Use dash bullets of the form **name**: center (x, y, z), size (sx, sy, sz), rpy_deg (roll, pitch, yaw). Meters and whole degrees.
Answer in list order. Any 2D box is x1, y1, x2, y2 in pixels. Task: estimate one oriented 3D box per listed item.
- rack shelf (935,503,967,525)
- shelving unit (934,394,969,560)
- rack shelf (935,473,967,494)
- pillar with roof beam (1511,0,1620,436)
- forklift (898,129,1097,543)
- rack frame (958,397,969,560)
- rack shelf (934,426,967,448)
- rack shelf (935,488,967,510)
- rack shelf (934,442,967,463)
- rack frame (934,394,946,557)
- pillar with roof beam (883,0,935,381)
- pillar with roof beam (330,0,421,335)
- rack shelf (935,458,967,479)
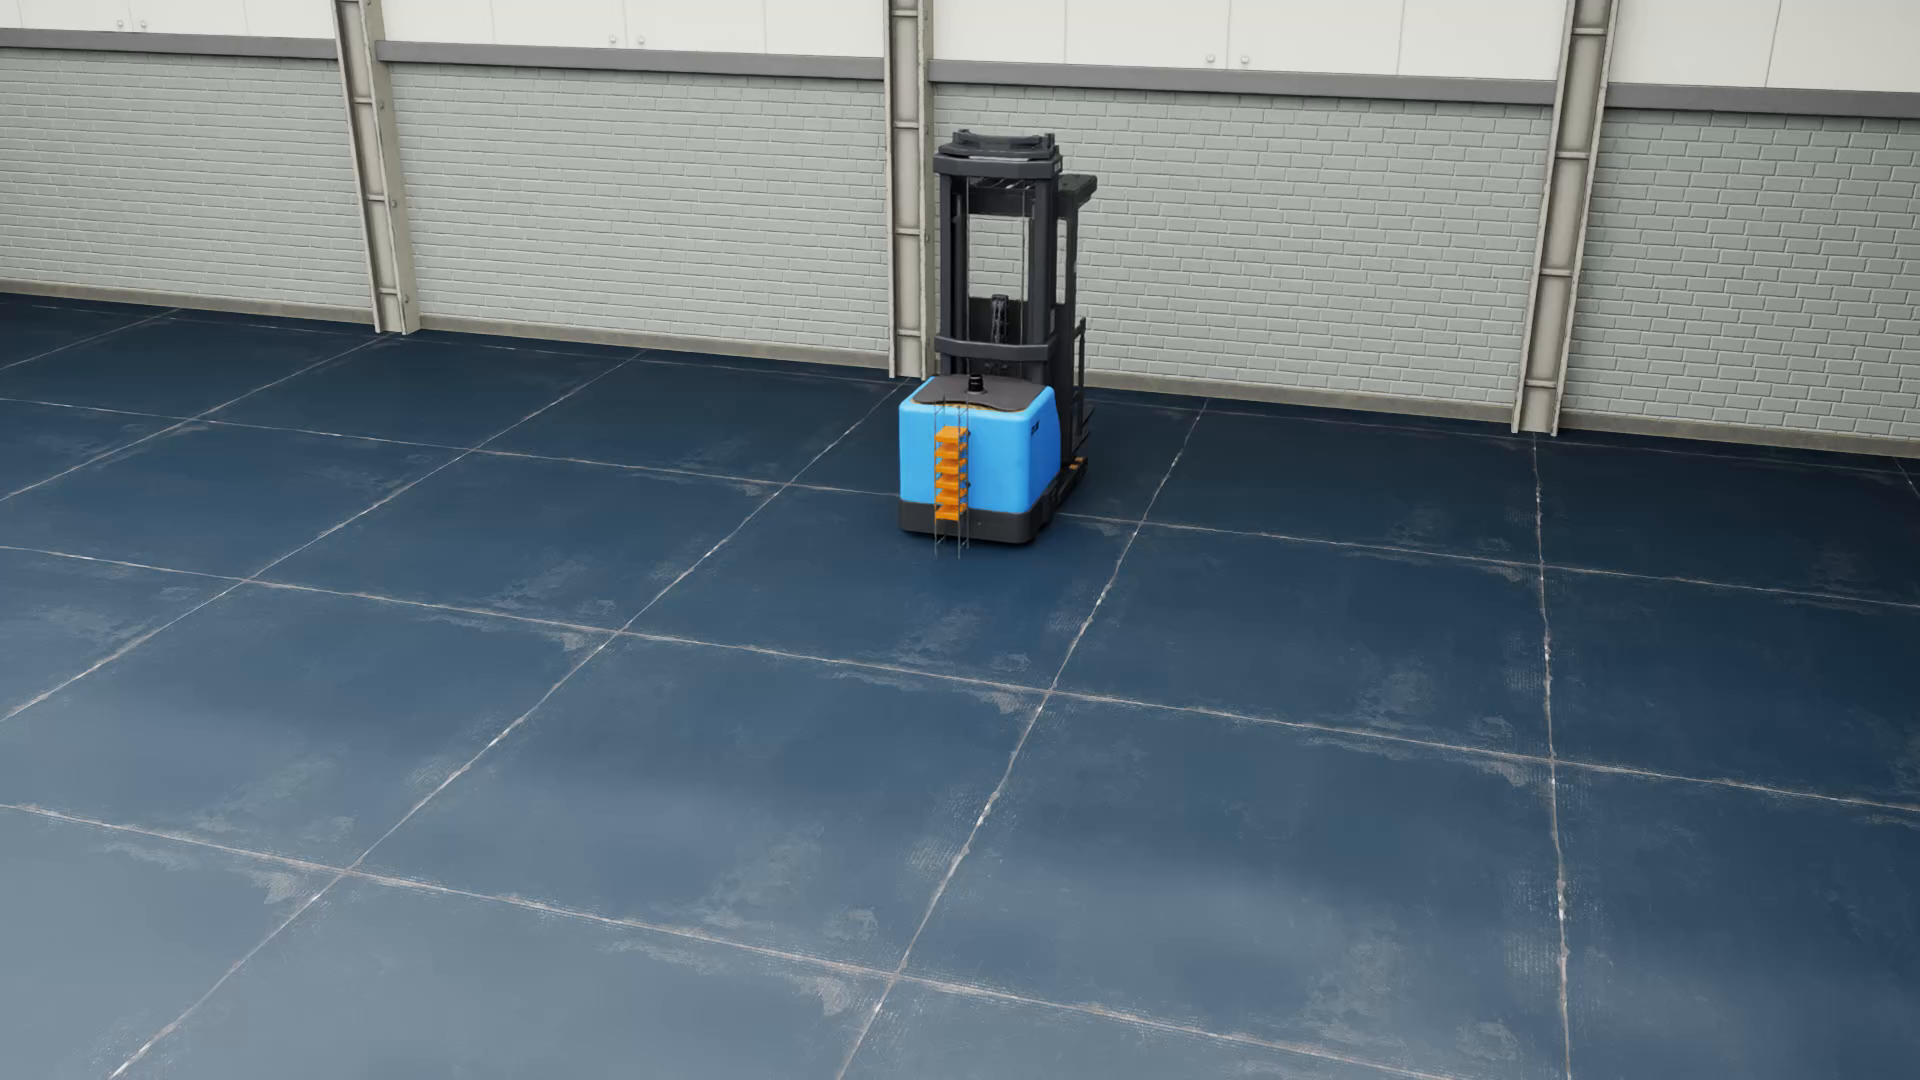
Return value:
- **rack shelf**: center (-0.062, -0.198, 12.418), size (0.180, 0.103, 0.258), rpy_deg (7, 24, 16)
- **shelving unit**: center (-0.062, -0.460, 12.309), size (0.189, 1.200, 0.258), rpy_deg (7, 24, 16)
- **rack shelf**: center (-0.062, -0.419, 12.326), size (0.180, 0.103, 0.258), rpy_deg (7, 24, 16)
- **pillar with roof beam**: center (4.019, -3.615, 9.726), size (0.400, 9.000, 9.100), rpy_deg (7, 23, 16)
- **forklift**: center (0.453, -1.861, 13.445), size (1.130, 2.935, 3.031), rpy_deg (7, 23, 16)
- **rack frame**: center (0.025, -0.450, 12.283), size (0.006, 1.200, 0.240), rpy_deg (7, 24, 16)
- **rack shelf**: center (-0.063, -0.751, 12.187), size (0.180, 0.103, 0.258), rpy_deg (7, 24, 16)
- **rack shelf**: center (-0.062, -0.308, 12.372), size (0.180, 0.103, 0.258), rpy_deg (7, 24, 16)
- **rack shelf**: center (-0.063, -0.641, 12.233), size (0.180, 0.103, 0.258), rpy_deg (7, 24, 16)
- **rack frame**: center (-0.150, -0.471, 12.334), size (0.006, 1.200, 0.240), rpy_deg (7, 24, 16)
- **pillar with roof beam**: center (-1.726, -4.273, 11.330), size (0.400, 9.000, 9.100), rpy_deg (7, 23, 16)
- **pillar with roof beam**: center (-7.470, -4.931, 12.933), size (0.400, 9.000, 9.100), rpy_deg (7, 23, 16)
- **rack shelf**: center (-0.062, -0.530, 12.280), size (0.180, 0.103, 0.258), rpy_deg (7, 24, 16)
